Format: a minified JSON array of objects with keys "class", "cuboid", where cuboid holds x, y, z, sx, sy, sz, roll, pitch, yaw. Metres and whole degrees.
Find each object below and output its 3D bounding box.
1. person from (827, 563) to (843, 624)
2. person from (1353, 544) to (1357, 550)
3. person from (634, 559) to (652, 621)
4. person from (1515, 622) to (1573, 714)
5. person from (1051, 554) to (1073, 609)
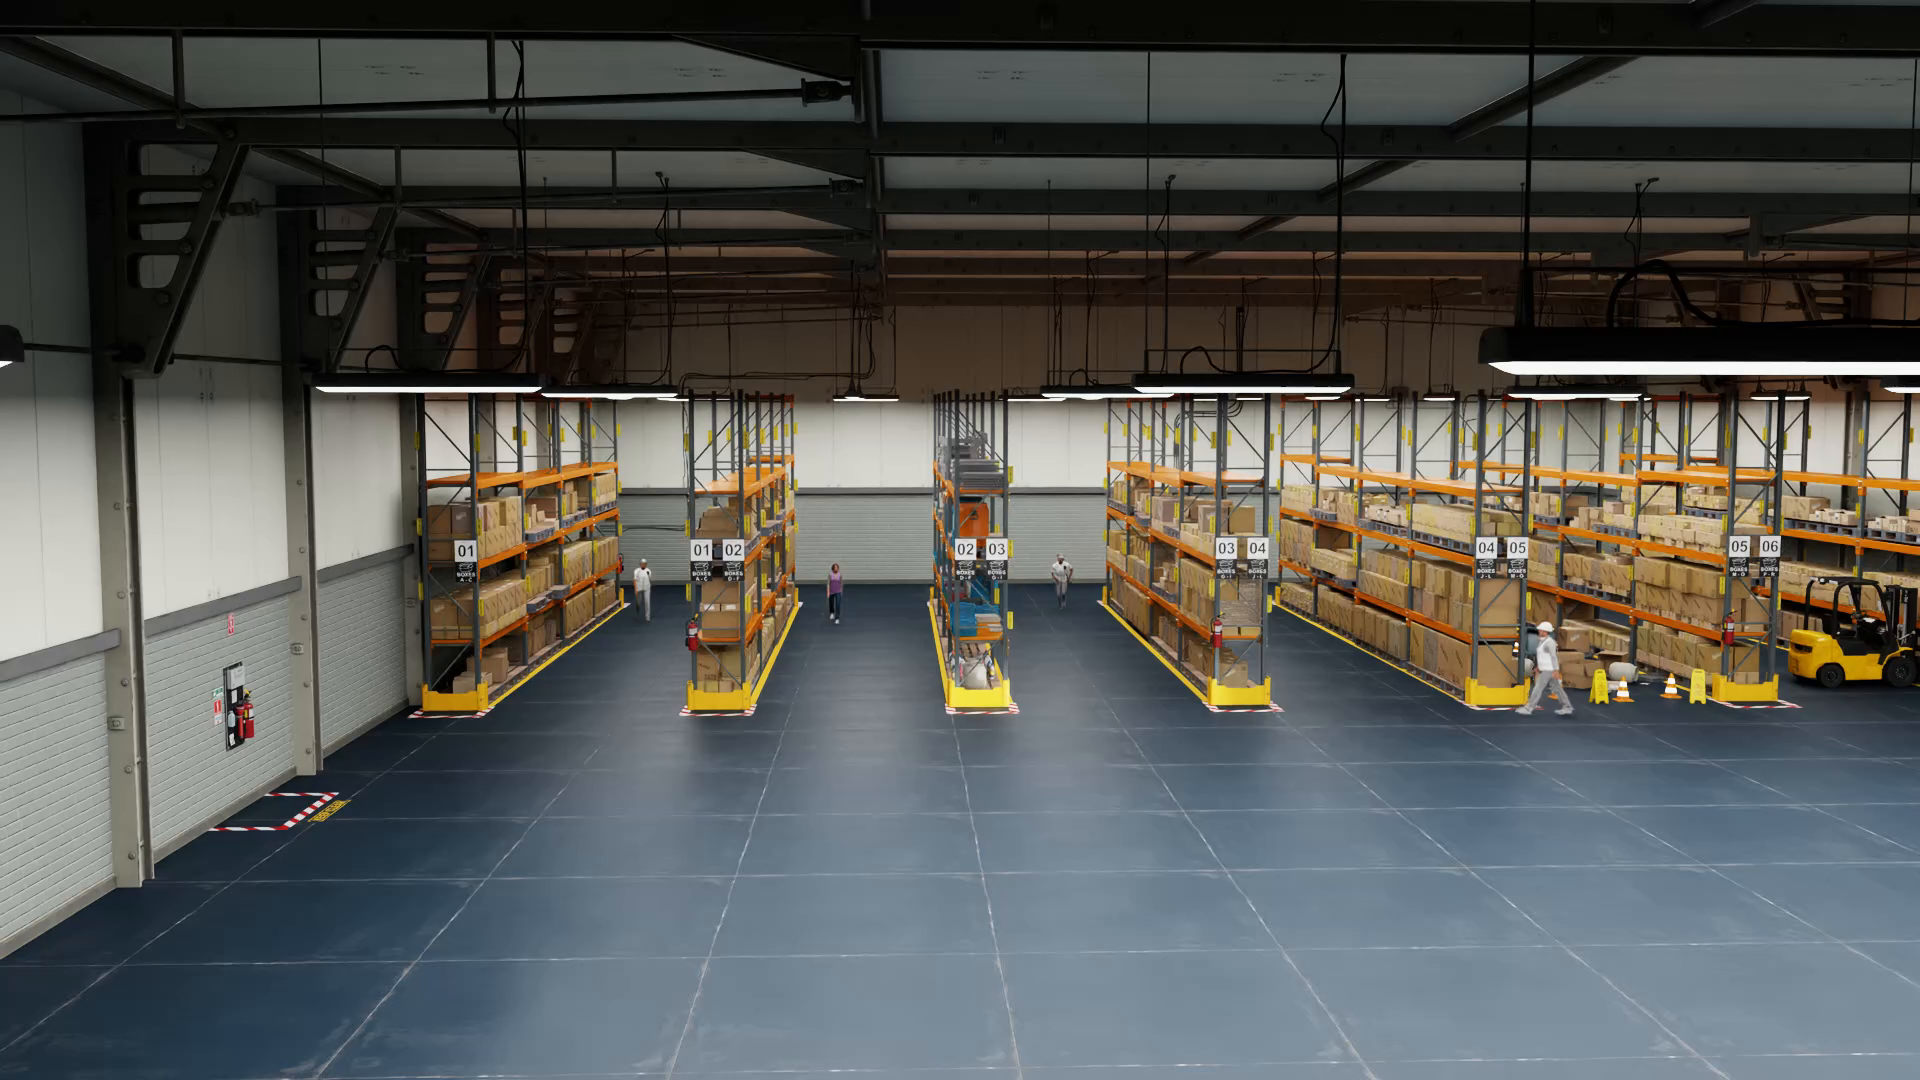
[{"class":"person","cuboid":[-3.271,1.377,43.548,0.416,1.549,0.899,0,5,-3]},{"class":"person","cuboid":[11.266,0.979,47.411,0.627,1.742,0.470,0,5,2]},{"class":"person","cuboid":[-8.390,1.312,43.994,0.471,1.607,0.981,-1,5,-12]},{"class":"person","cuboid":[10.751,2.352,30.572,1.033,1.707,0.572,1,5,13]},{"class":"person","cuboid":[2.845,1.153,46.299,0.608,1.601,0.719,1,5,7]}]
